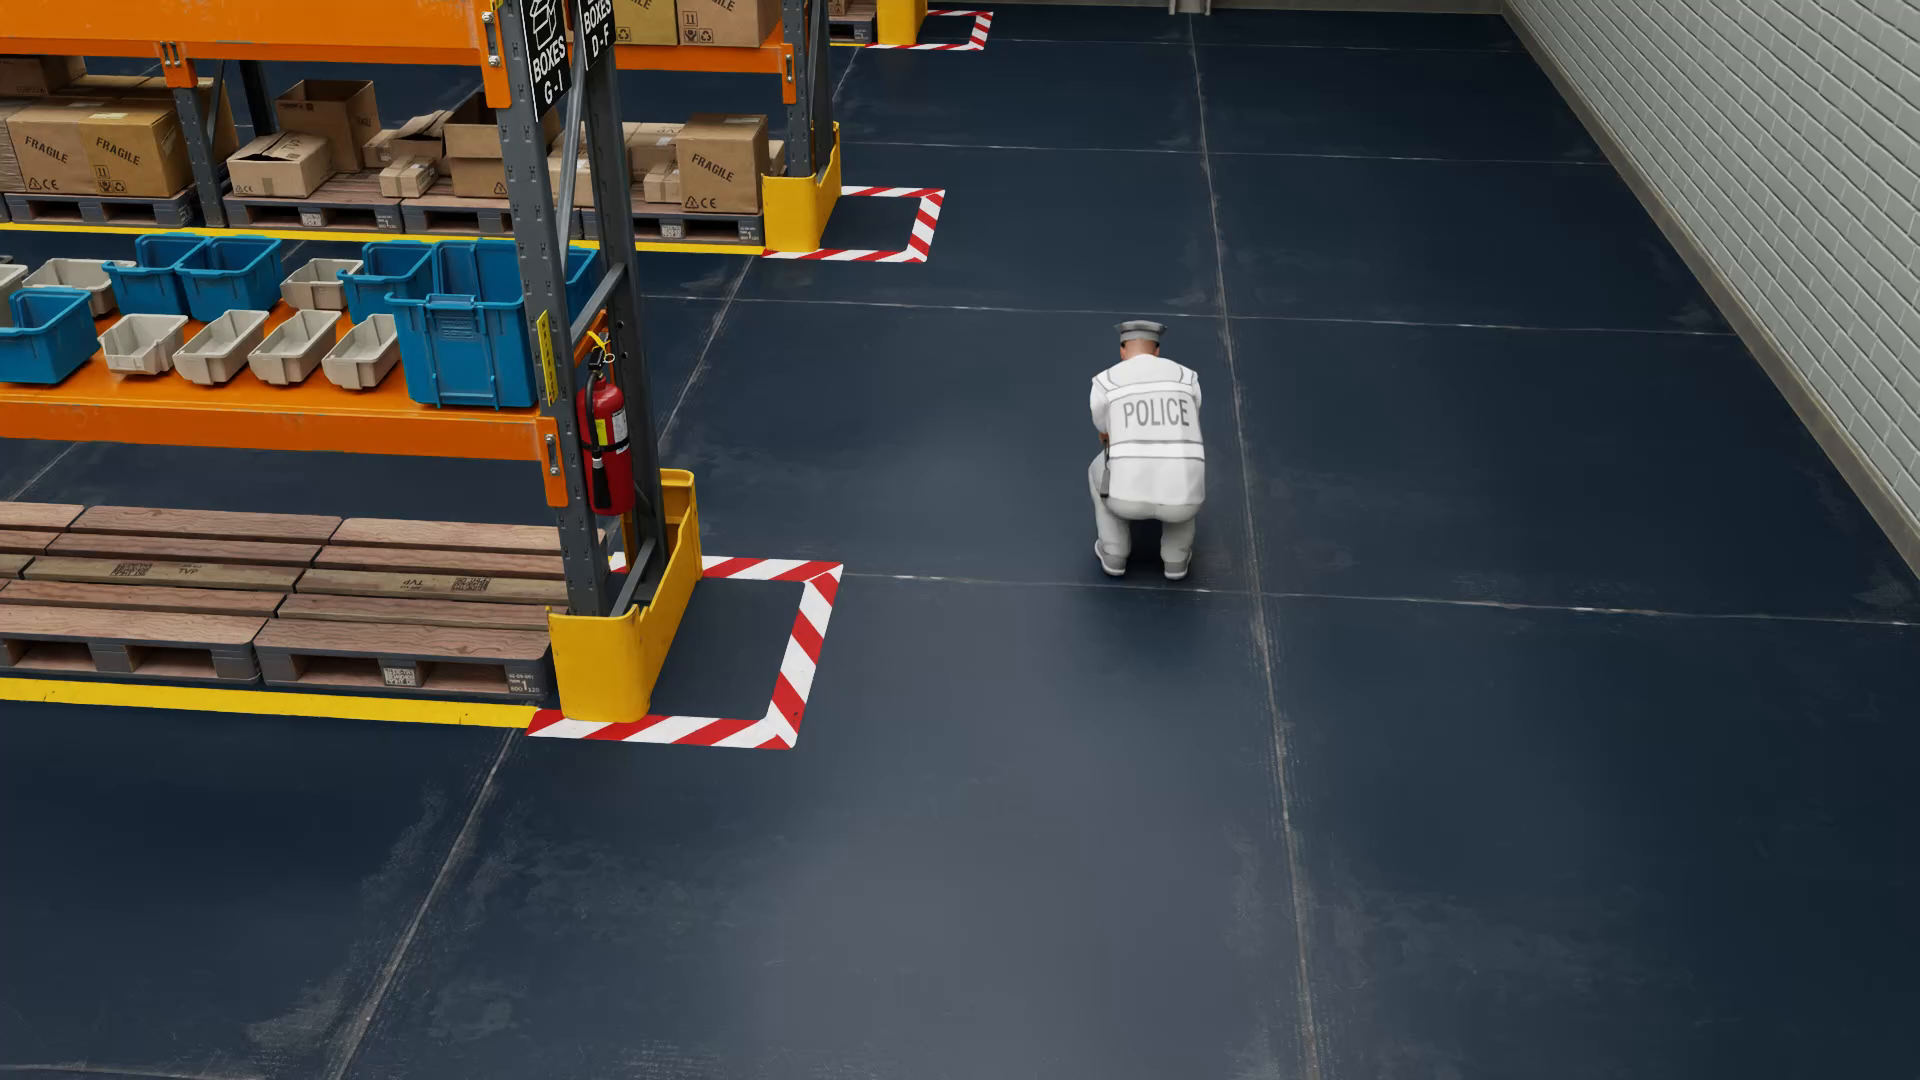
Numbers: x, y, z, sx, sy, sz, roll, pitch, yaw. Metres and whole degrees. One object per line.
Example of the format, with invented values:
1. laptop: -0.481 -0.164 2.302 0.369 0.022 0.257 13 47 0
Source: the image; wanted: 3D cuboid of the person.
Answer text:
1. person: 0.846 -0.400 7.480 0.535 1.026 0.909 2 32 3
